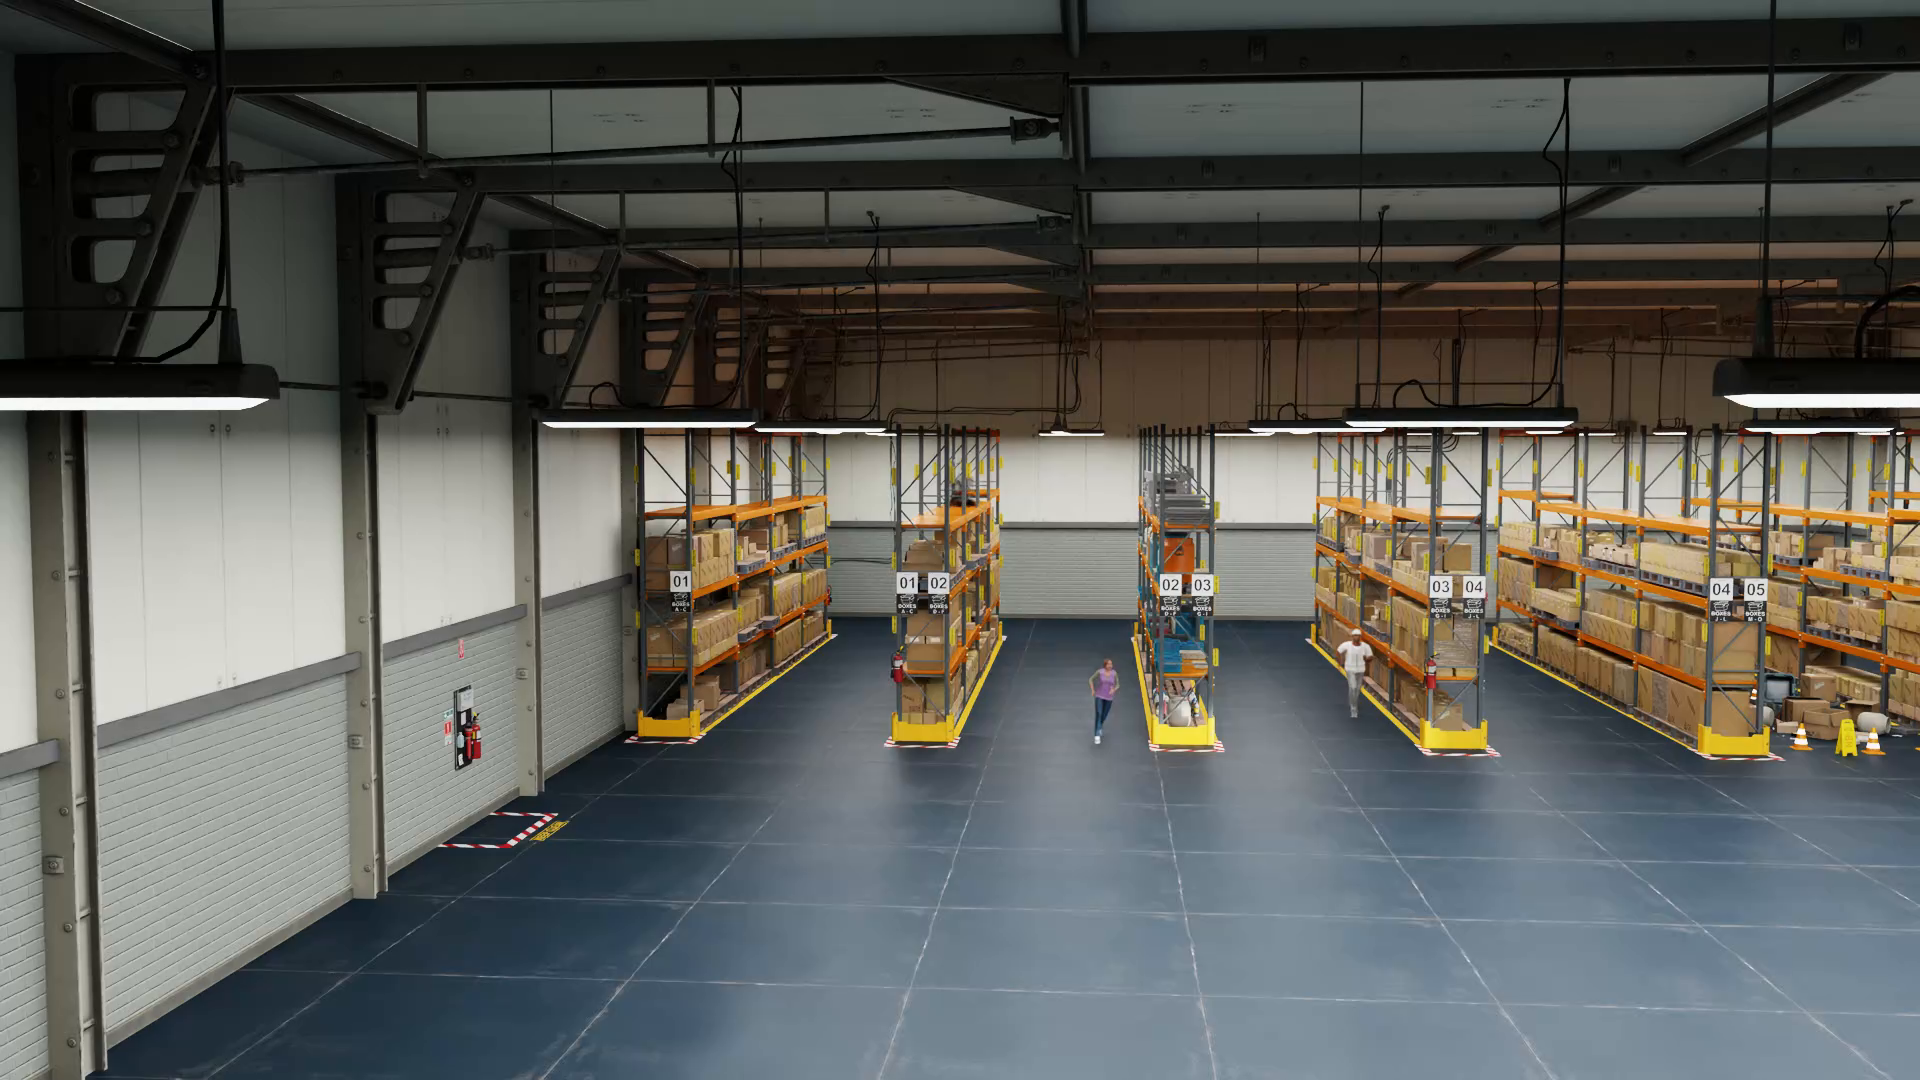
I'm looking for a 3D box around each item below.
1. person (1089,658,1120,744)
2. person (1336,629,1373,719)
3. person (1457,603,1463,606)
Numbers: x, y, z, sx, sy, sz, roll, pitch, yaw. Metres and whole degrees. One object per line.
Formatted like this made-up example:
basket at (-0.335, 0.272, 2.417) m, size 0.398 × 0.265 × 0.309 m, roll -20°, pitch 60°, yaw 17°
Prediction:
person at (2.749, 3.032, 31.627) m, size 0.579 × 1.566 × 0.791 m, roll 0°, pitch 3°, yaw -3°
person at (8.178, 2.730, 34.356) m, size 0.692 × 1.807 × 0.805 m, roll 0°, pitch 3°, yaw -4°
person at (13.525, 2.105, 45.096) m, size 0.721 × 1.803 × 0.882 m, roll 1°, pitch 4°, yaw 15°
